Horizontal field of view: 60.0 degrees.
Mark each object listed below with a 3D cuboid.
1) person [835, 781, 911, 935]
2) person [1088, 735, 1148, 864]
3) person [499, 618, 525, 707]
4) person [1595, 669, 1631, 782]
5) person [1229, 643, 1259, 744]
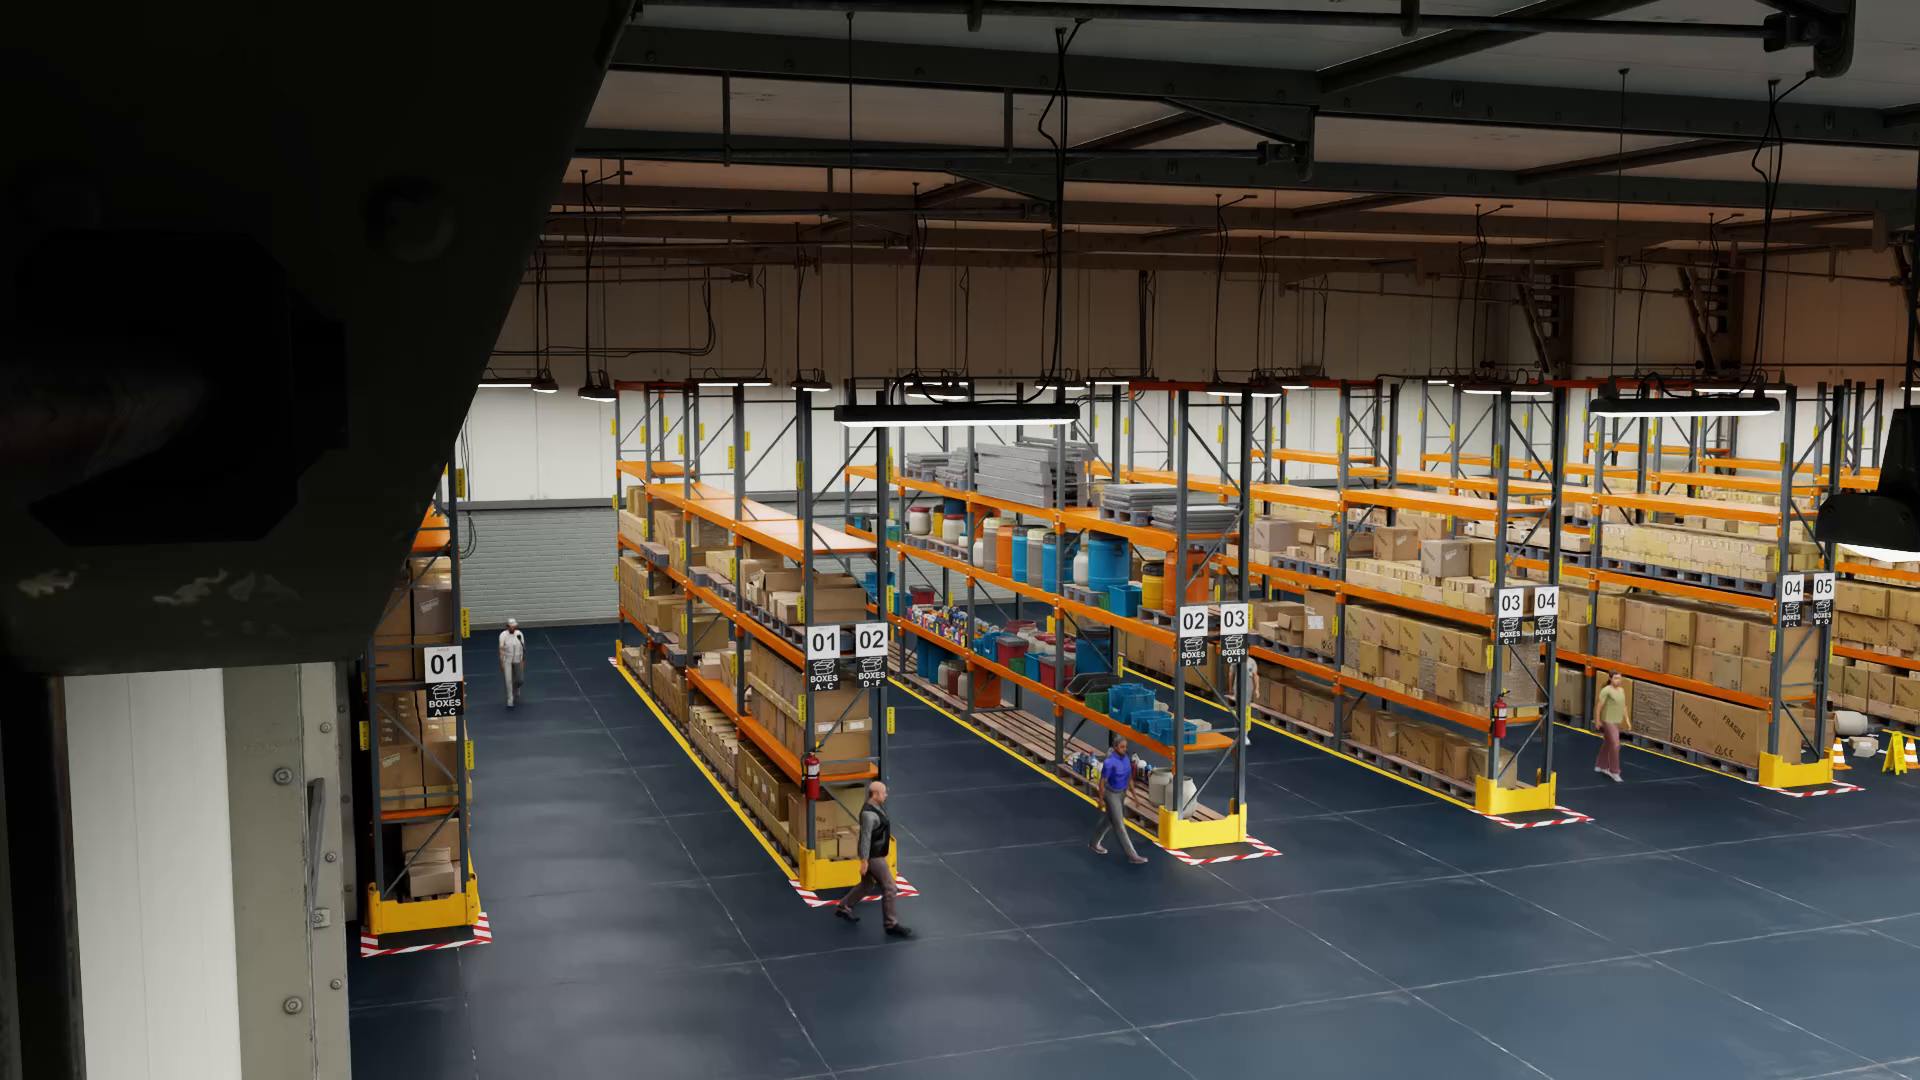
[{"bbox_3d":[-0.980,3.531,18.614,0.876,1.691,0.541,0,6,-1],"label":"person"},{"bbox_3d":[2.034,3.277,21.161,1.046,1.595,0.479,5,8,37],"label":"person"},{"bbox_3d":[-8.355,2.241,30.996,0.483,1.611,0.857,-2,7,-22],"label":"person"},{"bbox_3d":[10.002,2.832,25.464,0.470,1.732,0.615,-4,7,-32],"label":"person"},{"bbox_3d":[4.791,2.538,27.947,0.467,1.647,0.825,-1,6,-6],"label":"person"}]
